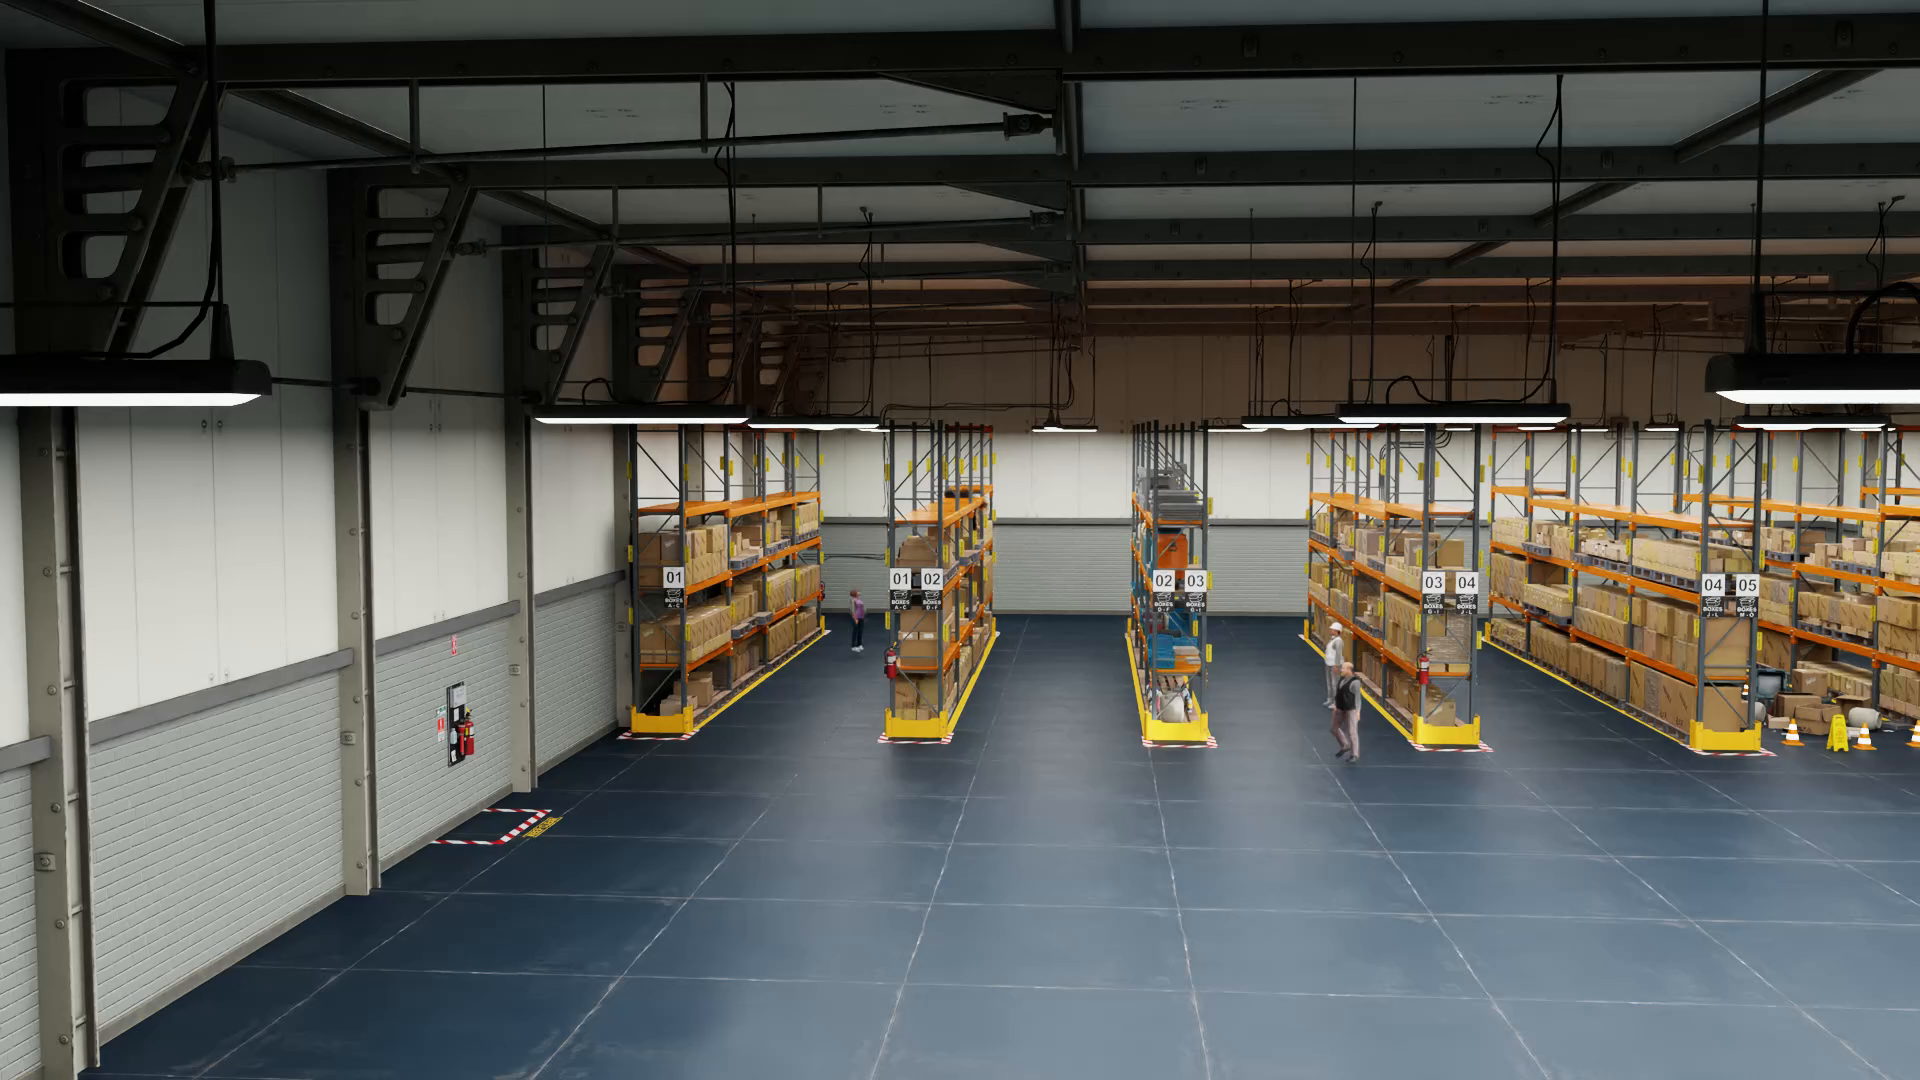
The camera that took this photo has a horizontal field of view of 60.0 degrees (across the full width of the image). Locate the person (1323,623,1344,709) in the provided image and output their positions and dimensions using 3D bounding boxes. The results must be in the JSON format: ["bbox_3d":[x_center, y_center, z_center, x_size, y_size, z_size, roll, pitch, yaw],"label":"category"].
[{"bbox_3d":[7.847,2.620,34.876,0.385,1.781,0.569,-1,4,-9],"label":"person"}]

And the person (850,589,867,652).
[{"bbox_3d":[-2.619,2.064,43.073,0.395,1.609,0.477,3,5,44],"label":"person"}]

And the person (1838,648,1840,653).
[{"bbox_3d":[22.808,2.085,43.555,0.640,1.804,0.610,-2,4,-23],"label":"person"}]

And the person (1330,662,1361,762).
[{"bbox_3d":[6.787,3.005,29.177,0.402,1.728,0.582,-2,4,-28],"label":"person"}]
